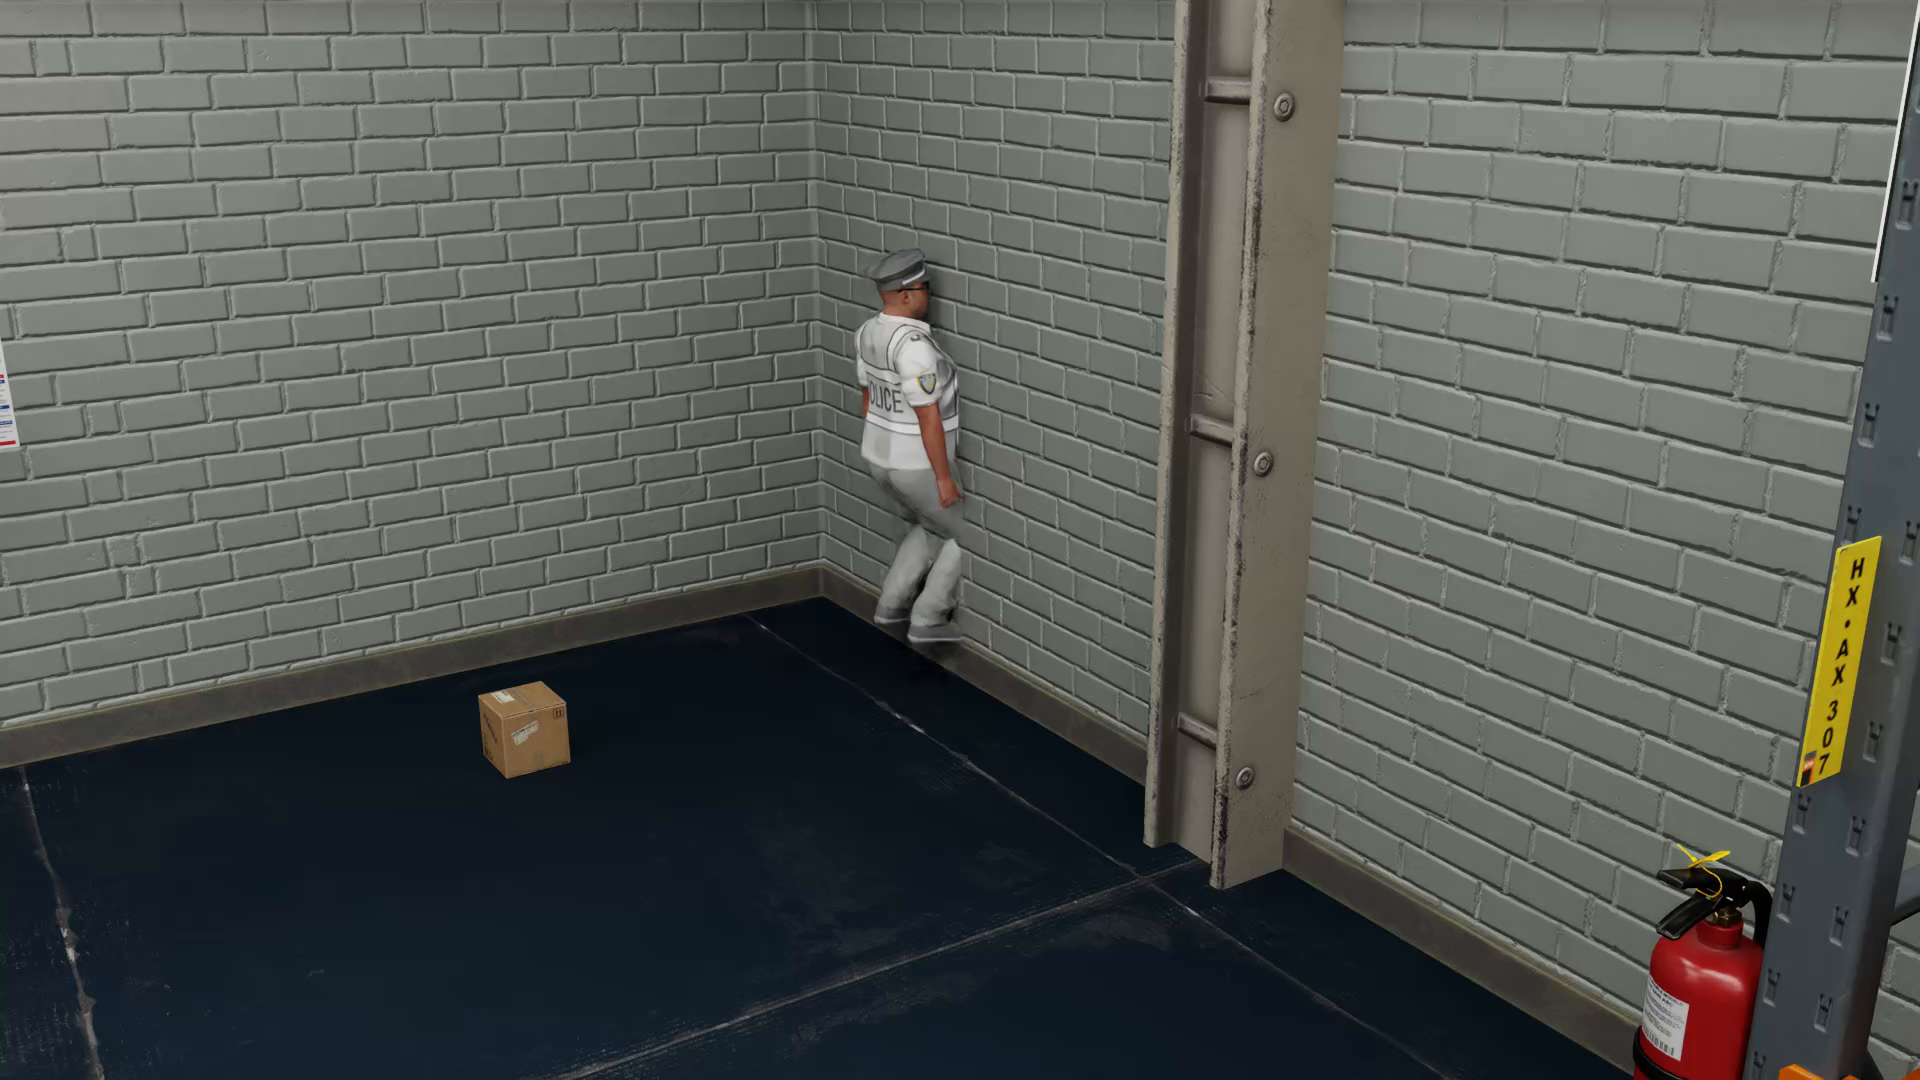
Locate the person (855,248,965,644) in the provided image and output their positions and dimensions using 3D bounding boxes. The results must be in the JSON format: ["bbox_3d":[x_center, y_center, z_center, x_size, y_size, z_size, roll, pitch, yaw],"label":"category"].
[{"bbox_3d":[-0.146,-0.390,6.948,0.489,1.660,0.534,-10,21,-29],"label":"person"}]
